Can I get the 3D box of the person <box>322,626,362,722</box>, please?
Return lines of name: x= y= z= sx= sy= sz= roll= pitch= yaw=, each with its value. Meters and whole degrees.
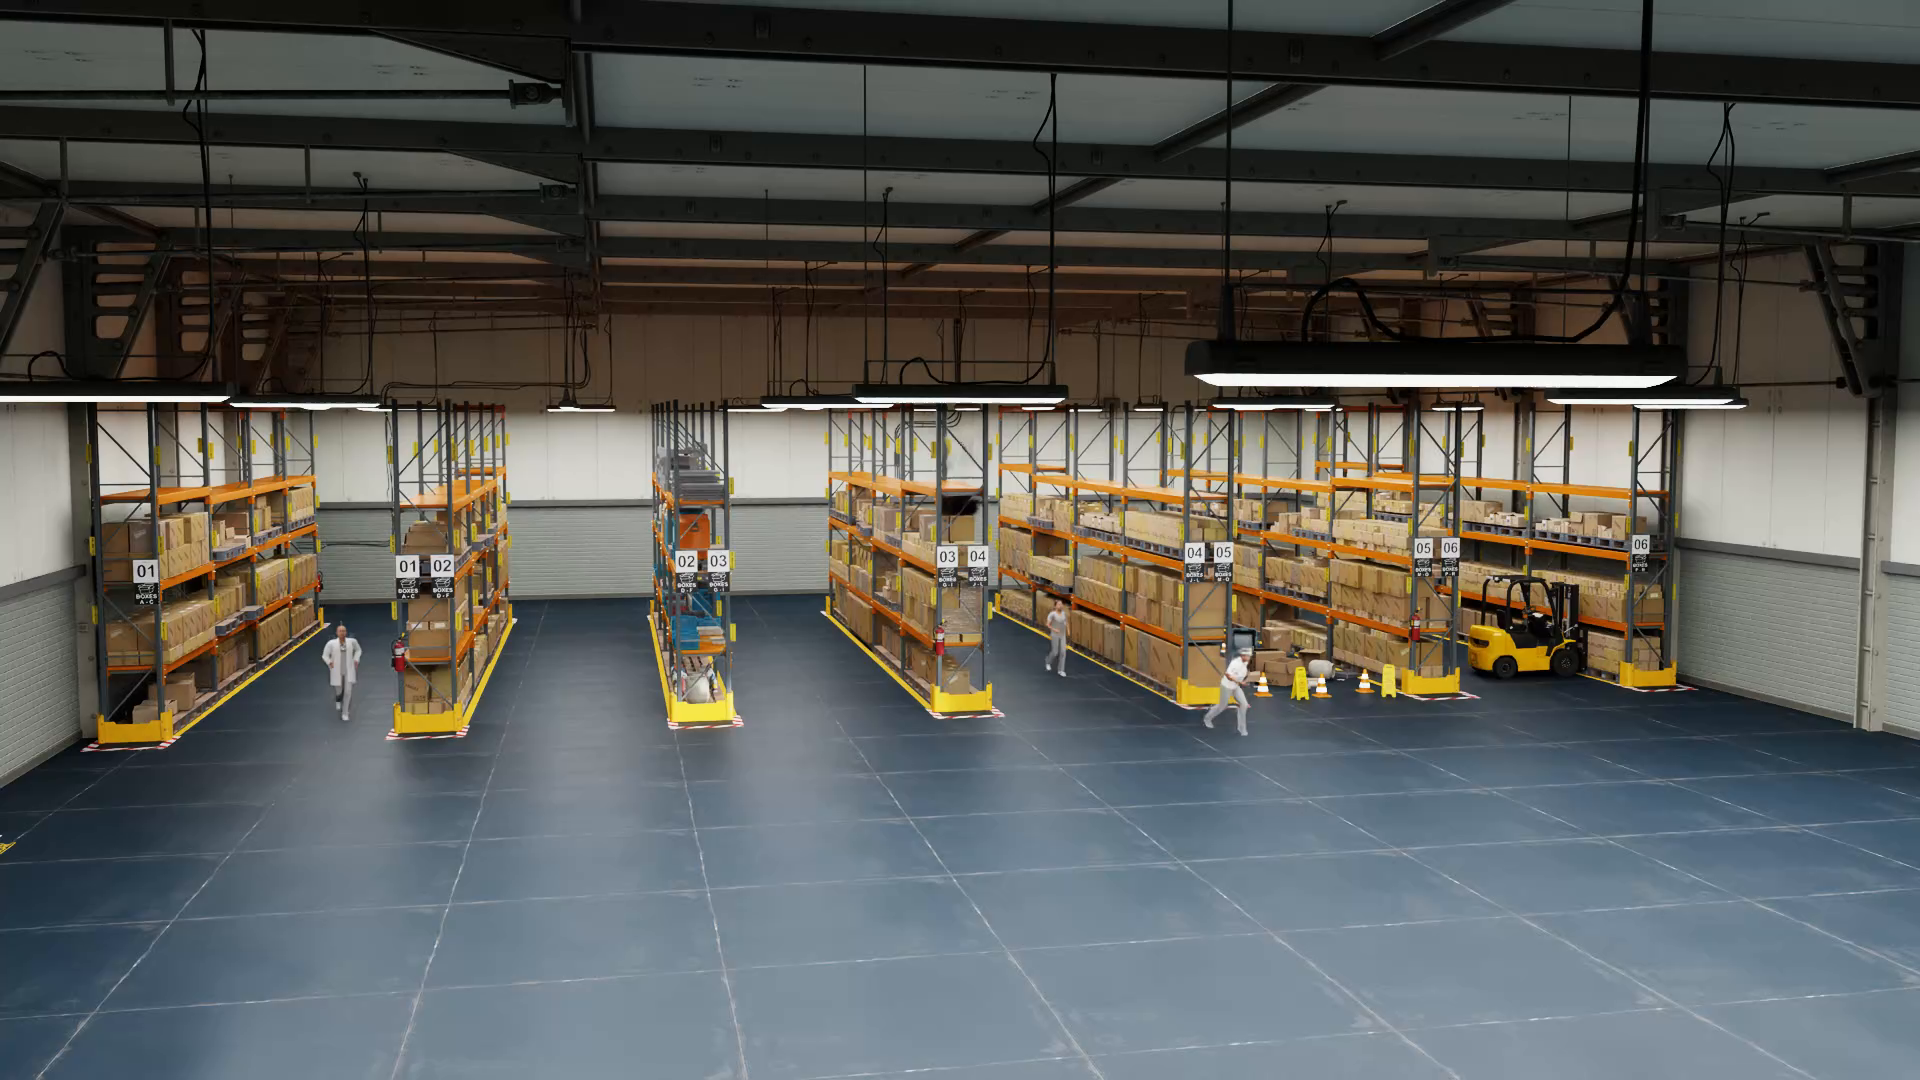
person: x=-11.636 y=2.489 z=31.358 sx=0.711 sy=1.764 sz=0.875 roll=-2 pitch=5 yaw=-24

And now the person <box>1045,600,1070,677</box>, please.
person: x=2.154 y=2.135 z=36.675 sx=0.589 sy=1.670 sz=0.794 roll=-2 pitch=5 yaw=-24

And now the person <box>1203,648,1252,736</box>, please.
person: x=4.825 y=2.706 z=29.928 sx=0.986 sy=1.624 sz=0.617 roll=3 pitch=6 yaw=38
